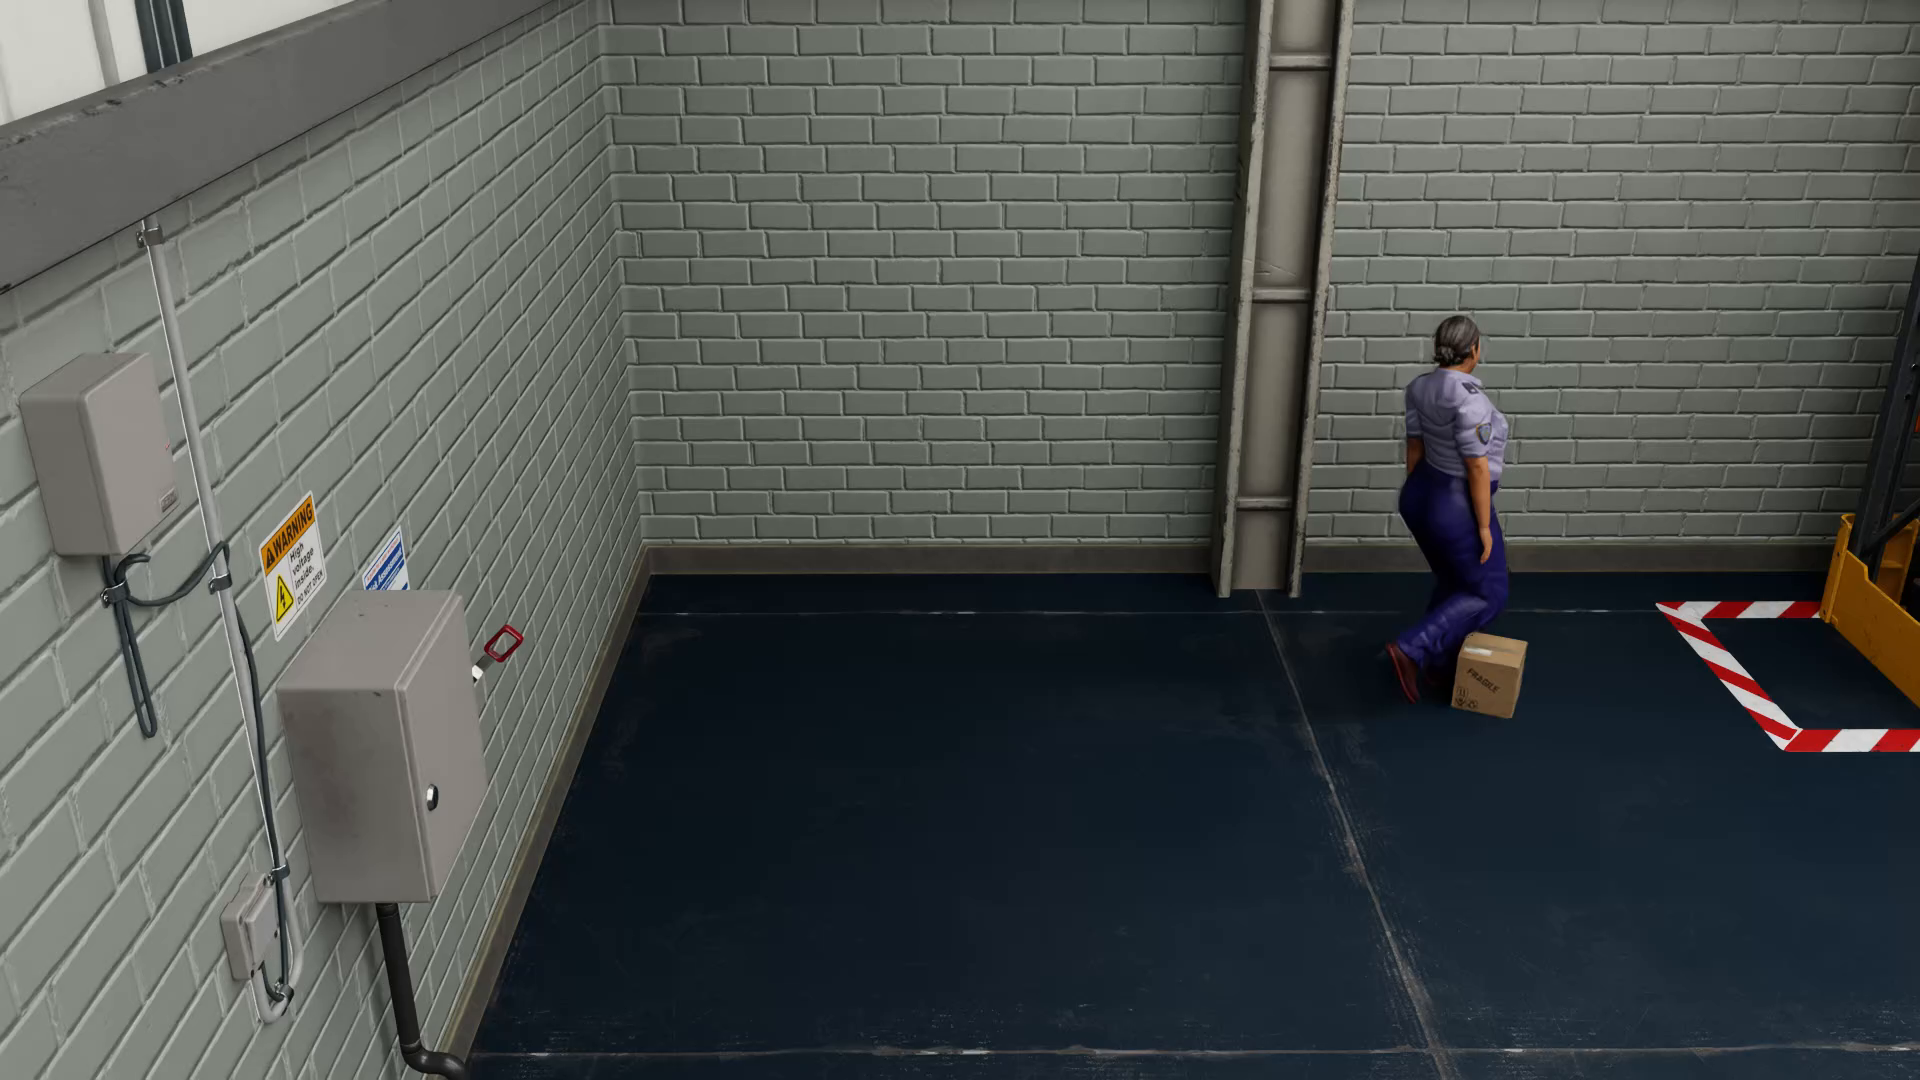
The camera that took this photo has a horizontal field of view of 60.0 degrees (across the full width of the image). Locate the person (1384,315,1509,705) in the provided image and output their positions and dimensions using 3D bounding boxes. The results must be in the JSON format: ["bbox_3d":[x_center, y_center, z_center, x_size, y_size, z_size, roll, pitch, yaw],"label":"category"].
[{"bbox_3d":[1.995,-0.113,6.842,0.611,1.625,0.534,-7,25,-15],"label":"person"}]
